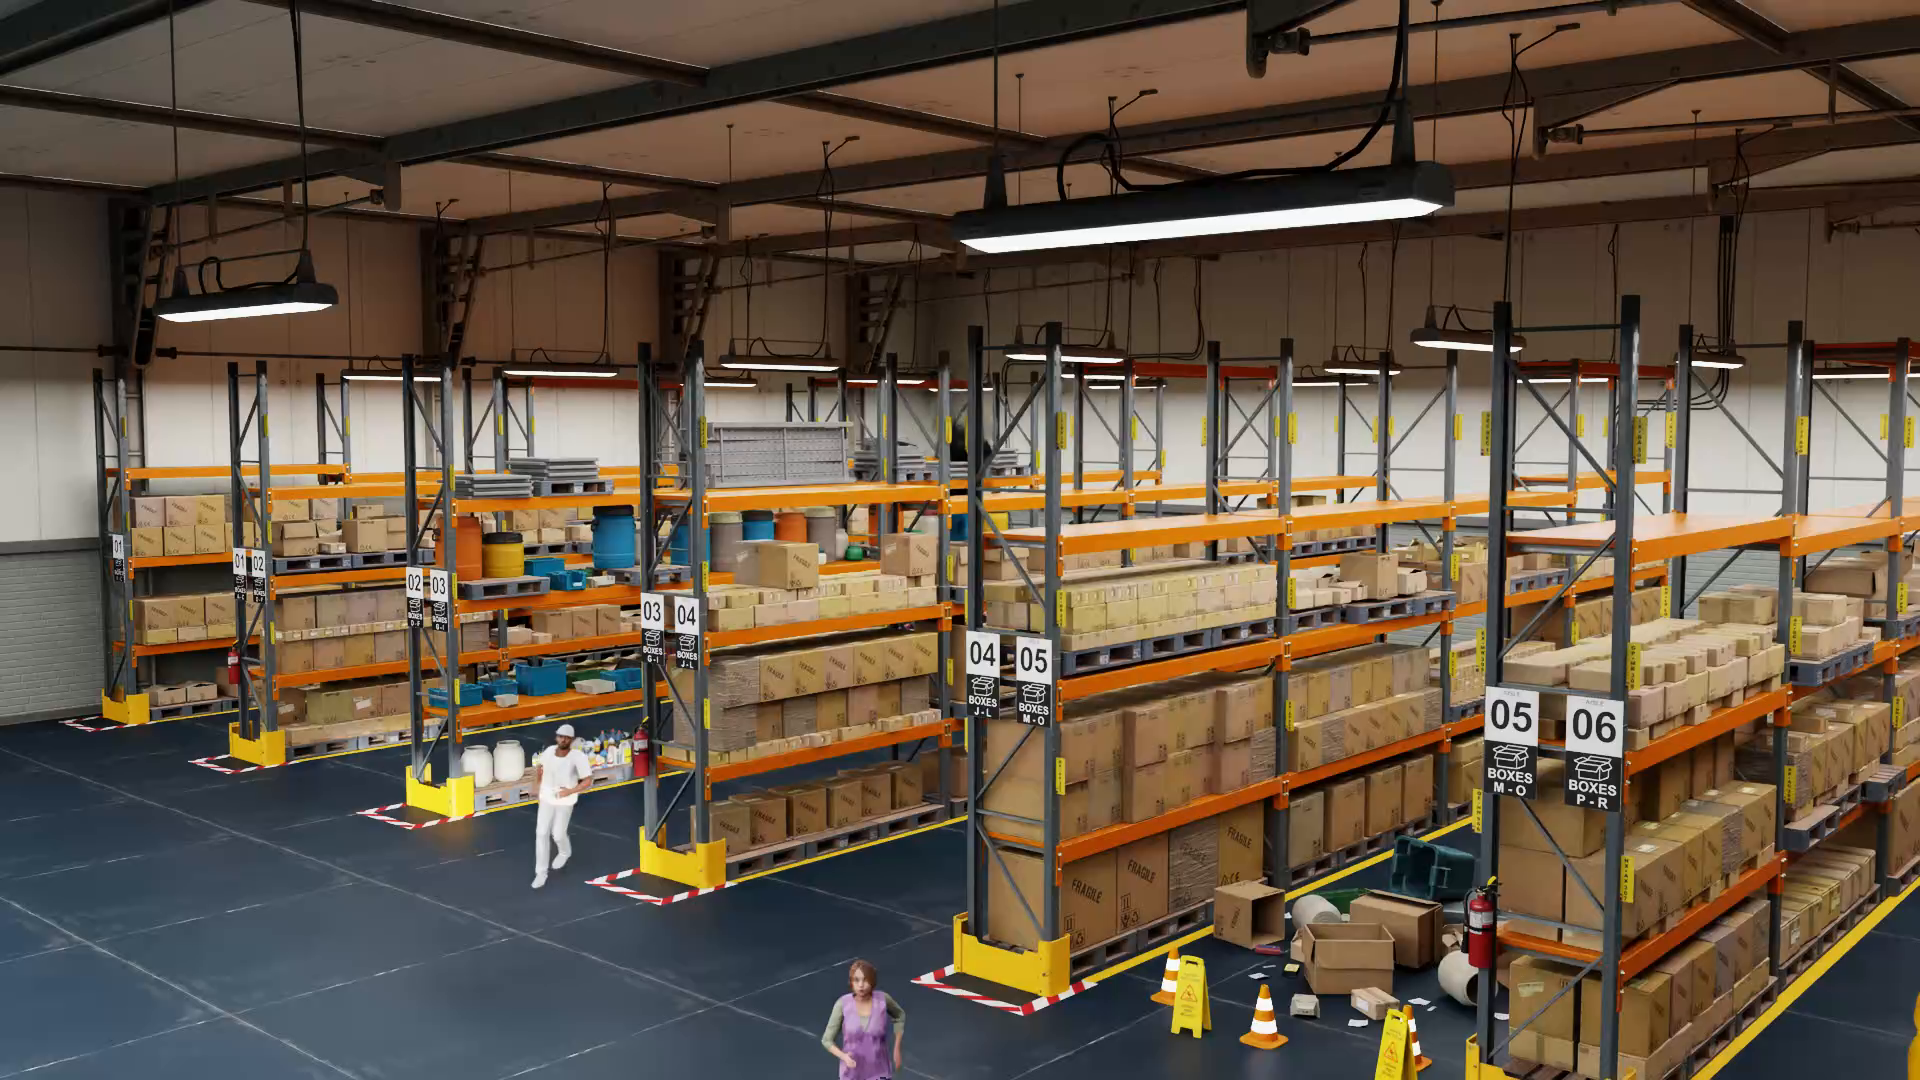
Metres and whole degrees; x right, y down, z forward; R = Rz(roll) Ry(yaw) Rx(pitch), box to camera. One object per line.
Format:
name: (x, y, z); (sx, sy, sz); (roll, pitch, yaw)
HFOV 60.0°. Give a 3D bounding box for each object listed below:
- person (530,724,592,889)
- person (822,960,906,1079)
person: (-4.454, 2.926, 18.605); (0.726, 1.762, 0.841); (1, 4, 8)
person: (-0.631, 3.556, 10.954); (0.550, 1.614, 0.860); (0, 4, -2)
